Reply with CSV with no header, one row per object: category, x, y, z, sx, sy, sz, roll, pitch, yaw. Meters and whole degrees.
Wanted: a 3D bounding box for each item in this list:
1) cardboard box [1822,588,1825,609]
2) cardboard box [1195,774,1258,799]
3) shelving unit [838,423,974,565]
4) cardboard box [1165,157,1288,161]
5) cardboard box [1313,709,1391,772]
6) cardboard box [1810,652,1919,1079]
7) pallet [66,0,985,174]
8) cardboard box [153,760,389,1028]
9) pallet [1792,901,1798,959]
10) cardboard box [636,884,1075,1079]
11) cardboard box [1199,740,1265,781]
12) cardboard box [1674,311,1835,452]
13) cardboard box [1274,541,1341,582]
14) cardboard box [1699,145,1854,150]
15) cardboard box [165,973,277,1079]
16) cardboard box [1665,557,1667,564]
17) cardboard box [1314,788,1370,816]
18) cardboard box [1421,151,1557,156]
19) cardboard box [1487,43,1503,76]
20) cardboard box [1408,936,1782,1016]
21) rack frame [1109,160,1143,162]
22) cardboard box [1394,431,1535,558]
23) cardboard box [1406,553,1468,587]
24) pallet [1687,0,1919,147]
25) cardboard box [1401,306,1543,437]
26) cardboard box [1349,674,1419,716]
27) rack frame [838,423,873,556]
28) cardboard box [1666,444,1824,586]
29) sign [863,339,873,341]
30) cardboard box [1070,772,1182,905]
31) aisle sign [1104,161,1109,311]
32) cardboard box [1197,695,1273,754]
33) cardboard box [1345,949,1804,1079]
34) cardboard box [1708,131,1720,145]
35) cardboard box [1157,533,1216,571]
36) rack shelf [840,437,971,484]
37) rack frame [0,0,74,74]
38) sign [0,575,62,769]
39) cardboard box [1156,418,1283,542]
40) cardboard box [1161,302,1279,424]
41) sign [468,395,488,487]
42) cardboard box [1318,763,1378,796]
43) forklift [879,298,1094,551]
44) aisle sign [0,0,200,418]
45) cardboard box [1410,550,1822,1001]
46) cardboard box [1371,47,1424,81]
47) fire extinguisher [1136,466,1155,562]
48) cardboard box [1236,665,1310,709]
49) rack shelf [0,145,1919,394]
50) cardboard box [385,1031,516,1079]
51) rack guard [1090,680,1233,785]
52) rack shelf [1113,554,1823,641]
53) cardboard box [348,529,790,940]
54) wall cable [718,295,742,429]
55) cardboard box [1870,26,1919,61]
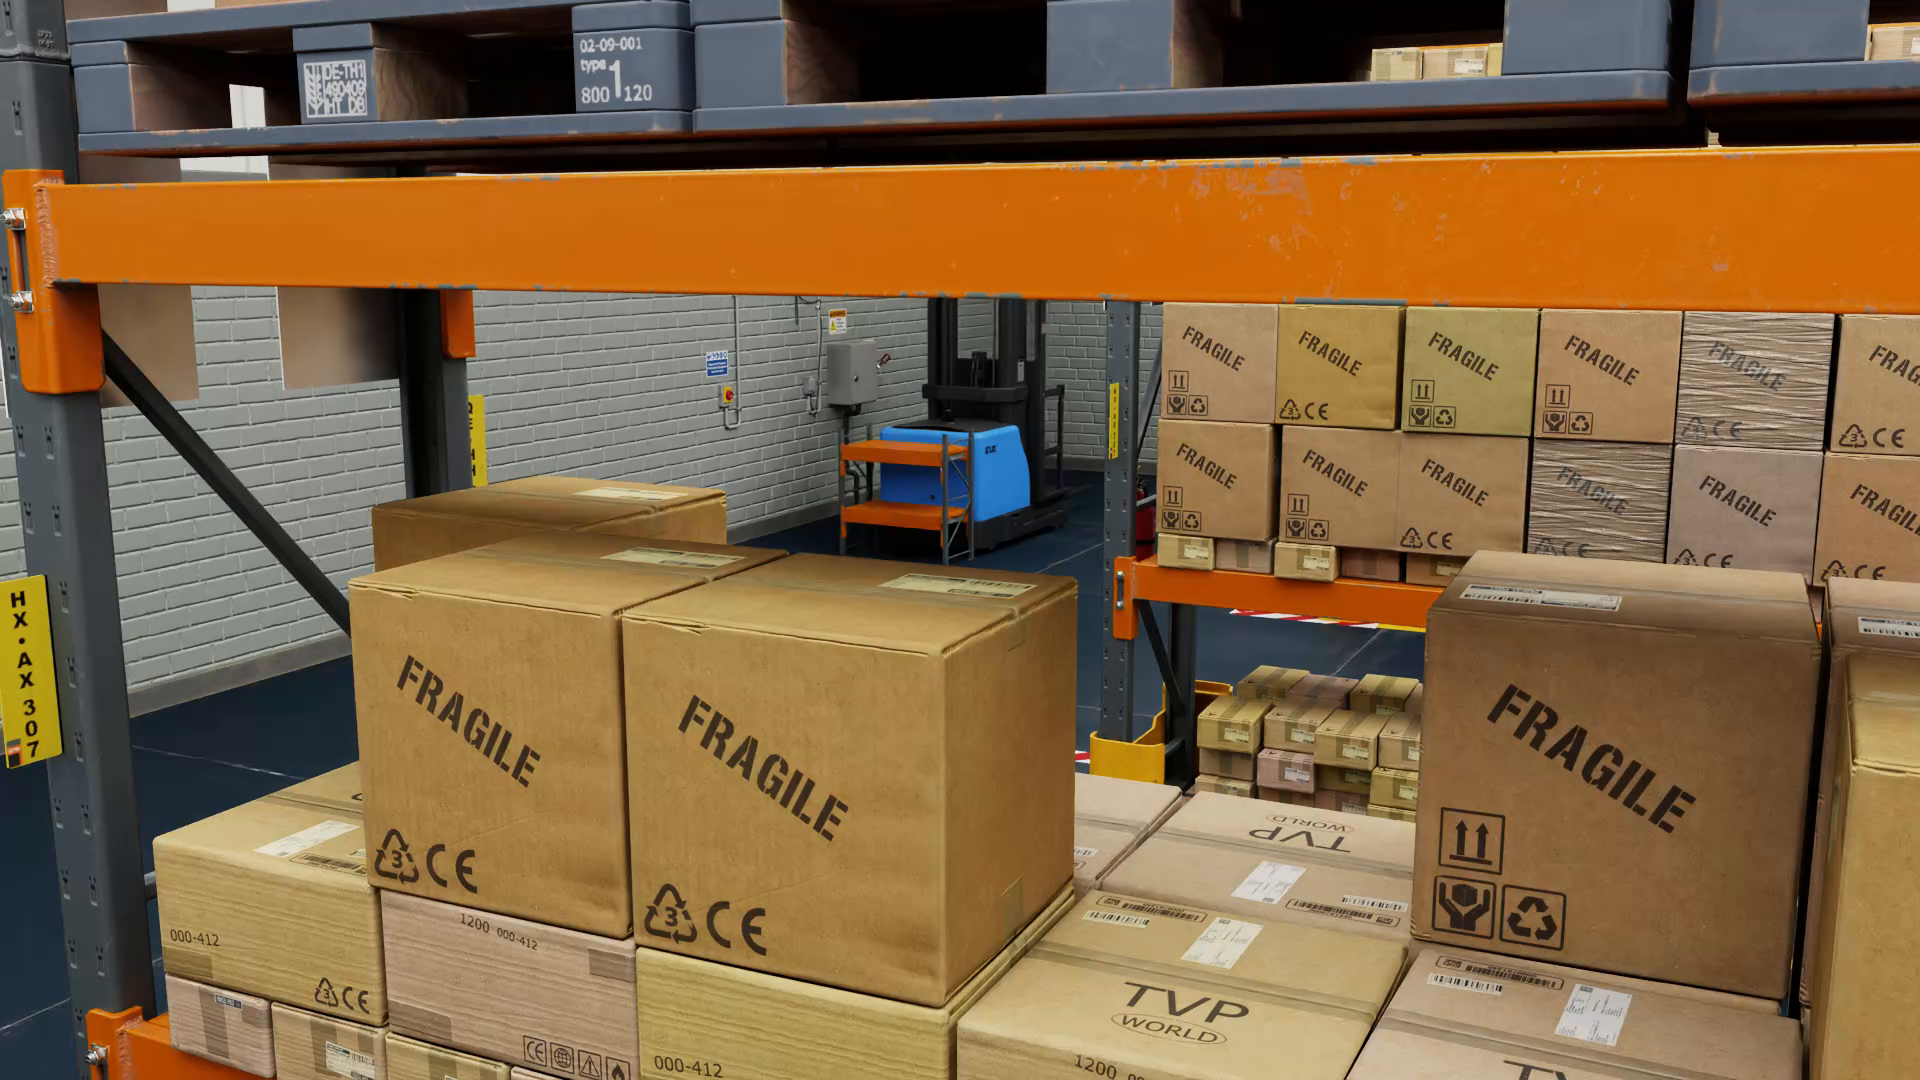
cardboard box,3.446,0.210,6.352,0.250,0.149,0.380,5,11,24
cardboard box,1.240,1.110,7.502,0.250,0.149,0.380,5,12,27
shelving unit,-0.461,-0.396,14.259,1.048,1.125,0.538,6,12,28
cardboard box,1.201,-1.505,7.121,0.500,0.250,0.500,5,12,28
cardboard box,1.701,0.863,7.195,0.250,0.149,0.380,5,11,26
cardboard box,1.236,0.445,1.827,0.500,0.500,0.500,5,11,26
pallet,-0.704,-0.770,2.890,1.213,0.211,1.003,5,11,26
cardboard box,-1.063,0.614,3.002,0.500,0.250,0.500,5,11,24
pallet,3.881,1.461,6.564,1.213,0.211,1.003,5,11,26
cardboard box,-0.144,0.694,2.560,0.500,0.250,0.500,5,11,24
cardboard box,1.268,0.953,7.531,0.250,0.149,0.380,6,12,28
cardboard box,3.039,-0.628,6.351,0.500,0.500,0.500,5,12,27
cardboard box,1.521,0.066,7.149,0.250,0.149,0.380,5,11,24
cardboard box,3.041,-1.343,6.224,0.500,0.250,0.500,5,11,25
cardboard box,-1.201,0.810,3.039,0.250,0.149,0.380,5,11,26
cardboard box,2.705,0.163,6.612,0.250,0.149,0.380,5,12,27
cardboard box,1.737,1.136,7.358,0.250,0.149,0.380,5,11,26
cardboard box,2.139,-1.424,6.675,0.500,0.250,0.500,5,11,24
cardboard box,2.223,-1.847,6.486,0.250,0.149,0.380,5,12,28
cardboard box,0.997,0.689,2.585,0.500,0.250,0.500,5,12,27
rack frame,0.912,-3.131,7.261,0.127,3.000,1.000,5,11,26
cardboard box,2.117,-0.216,6.886,0.500,0.500,0.500,5,11,27
cardboard box,2.047,0.090,7.017,0.250,0.149,0.380,5,11,25
pallet,1.484,-0.578,1.827,1.213,0.211,1.003,5,11,26
cardboard box,2.109,-0.705,6.781,0.500,0.500,0.500,5,11,25
cardboard box,1.987,0.755,7.792,0.250,0.149,0.380,5,11,25
rack frame,-0.907,-0.439,14.498,0.032,1.125,0.500,6,12,28
cardboard box,3.029,-0.133,6.425,0.500,0.500,0.500,5,11,26
sign,-0.963,-1.790,16.967,0.001,0.494,0.329,5,11,26
cardboard box,0.090,0.609,3.030,0.500,0.250,0.500,5,11,24
aisle sign,0.713,-1.416,7.331,0.004,0.787,0.394,5,11,26
cardboard box,1.231,0.820,7.431,0.250,0.149,0.380,4,11,23
cardboard box,0.778,0.775,2.114,0.500,0.250,0.500,5,12,27
cardboard box,3.041,-1.591,6.192,0.500,0.250,0.500,6,12,28
cardboard box,1.057,0.023,7.388,0.250,0.149,0.380,5,11,25
rack shelf,-0.461,-0.684,14.207,1.000,0.278,0.538,6,12,28
rack frame,-1.374,-2.347,2.929,0.127,3.000,1.000,5,11,26
sign,-1.625,0.229,2.892,0.005,0.325,0.100,5,11,26
cardboard box,1.192,-0.295,7.321,0.500,0.500,0.500,6,12,29
cardboard box,1.197,-0.789,7.242,0.500,0.500,0.500,5,11,25
sign,-1.121,-0.167,3.811,0.005,0.325,0.100,5,11,26
cardboard box,1.747,0.989,7.334,0.250,0.149,0.380,5,11,27
forklift,0.392,-1.568,15.664,1.130,2.935,3.031,5,11,26
aisle sign,-1.571,-0.632,2.998,0.004,0.787,0.394,5,11,26
cardboard box,0.990,0.320,2.519,0.500,0.500,0.500,5,11,24
cardboard box,1.751,-1.886,6.704,0.250,0.149,0.380,5,11,27
fire extinguisher,0.890,-0.051,8.353,0.183,0.674,0.296,5,11,26
cardboard box,1.499,0.726,7.952,0.250,0.149,0.380,5,11,26
rack shelf,0.420,-0.359,2.389,4.000,0.370,1.077,5,11,26
cardboard box,-0.741,0.850,2.818,0.250,0.149,0.380,5,11,24
rack guard,0.980,1.057,7.985,0.348,0.500,1.175,5,11,26
rack shelf,2.705,0.333,6.989,4.000,0.370,1.077,5,11,26
cardboard box,-0.614,0.284,2.718,0.500,0.500,0.500,5,11,24
wall cable,-2.056,-1.933,14.549,0.123,1.953,0.585,5,11,26
cardboard box,3.435,-1.760,6.009,0.250,0.149,0.380,5,12,28
